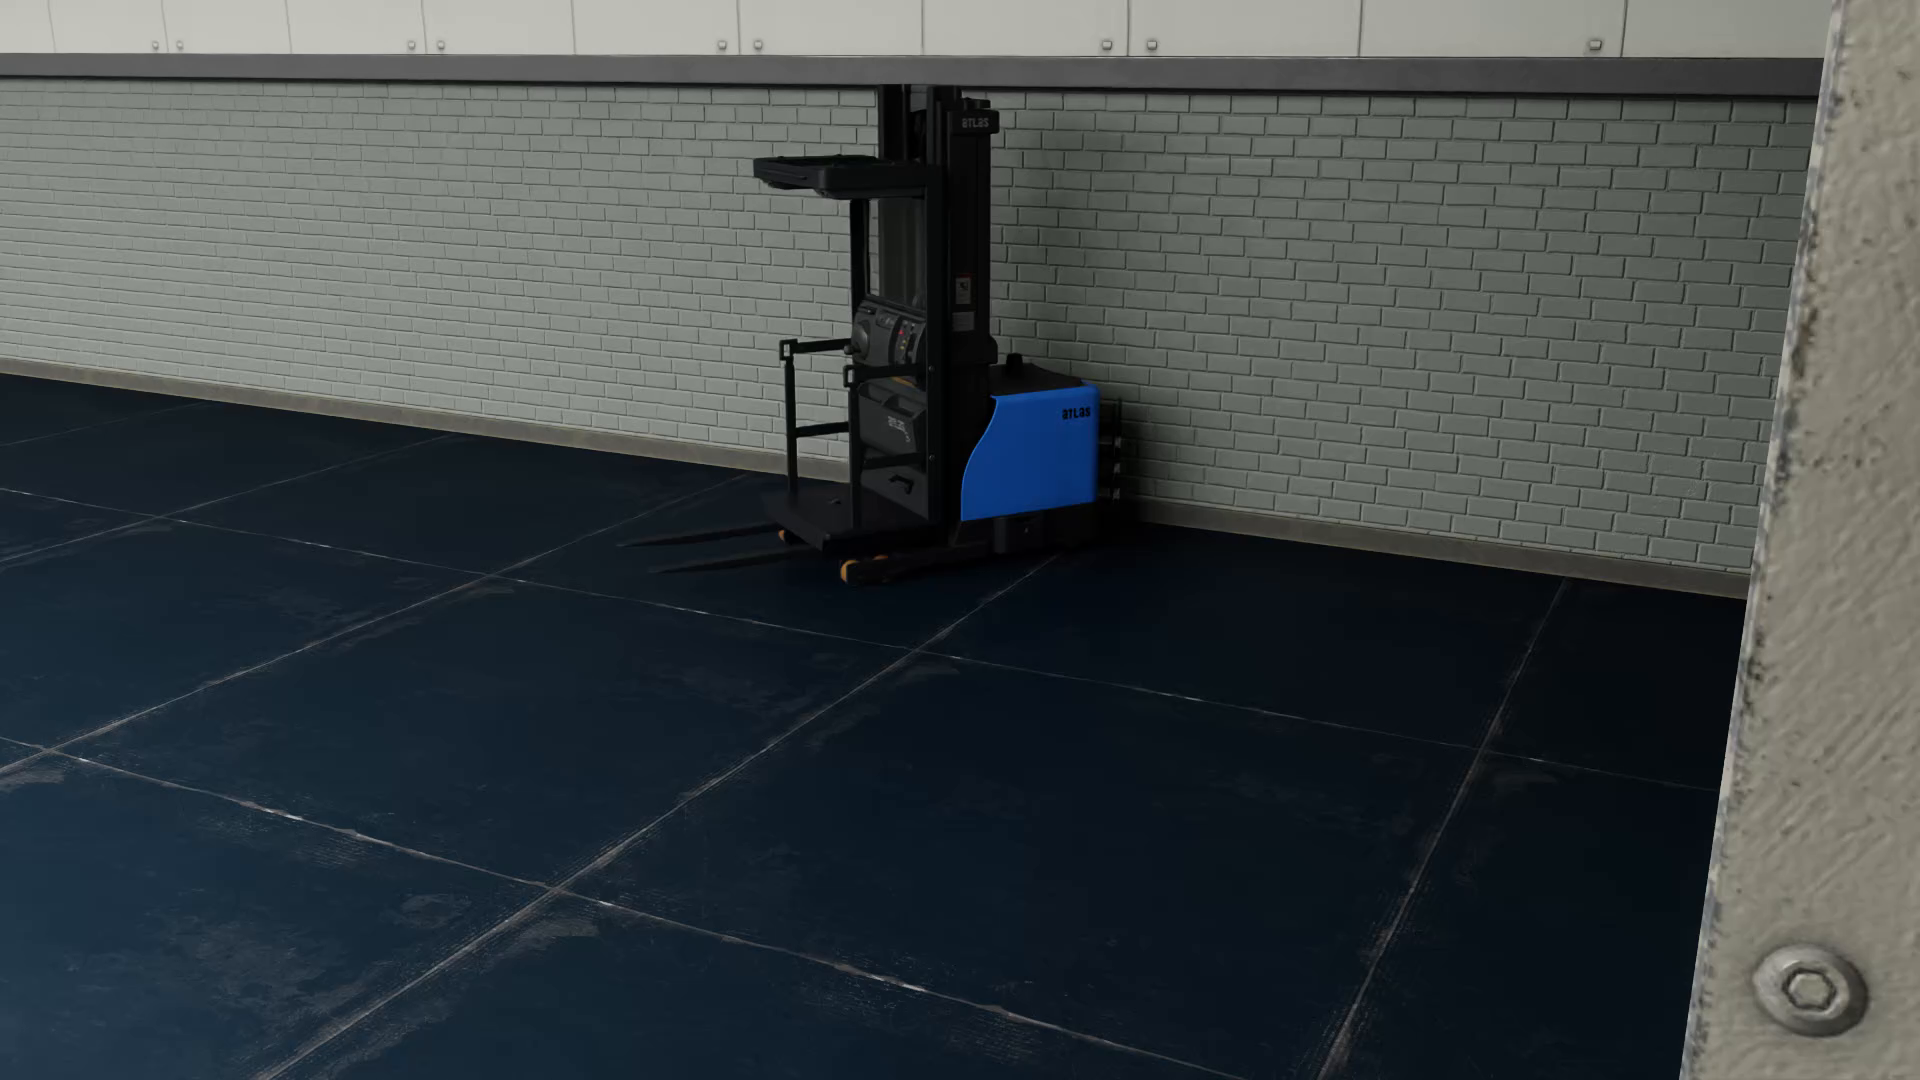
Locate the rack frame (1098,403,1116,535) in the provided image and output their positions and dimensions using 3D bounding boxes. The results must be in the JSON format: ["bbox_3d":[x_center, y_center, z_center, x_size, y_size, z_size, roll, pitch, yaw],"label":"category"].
[{"bbox_3d":[0.910,-0.478,11.121,0.240,0.900,0.006,5,17,16],"label":"rack frame"}]

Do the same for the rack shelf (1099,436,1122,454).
[{"bbox_3d":[0.940,-0.646,11.173,0.258,0.077,0.200,5,17,16],"label":"rack shelf"}]

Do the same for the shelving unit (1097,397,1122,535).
[{"bbox_3d":[0.940,-0.505,11.214,0.258,0.900,0.210,5,17,16],"label":"shelving unit"}]

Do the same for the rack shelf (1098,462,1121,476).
[{"bbox_3d":[0.940,-0.473,11.224,0.258,0.077,0.200,5,17,16],"label":"rack shelf"}]

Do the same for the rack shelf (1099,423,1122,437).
[{"bbox_3d":[0.940,-0.732,11.148,0.258,0.077,0.200,5,17,16],"label":"rack shelf"}]

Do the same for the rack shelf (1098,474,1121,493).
[{"bbox_3d":[0.940,-0.387,11.249,0.258,0.077,0.200,5,17,16],"label":"rack shelf"}]

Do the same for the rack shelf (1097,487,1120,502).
[{"bbox_3d":[0.940,-0.300,11.275,0.258,0.077,0.200,5,17,16],"label":"rack shelf"}]

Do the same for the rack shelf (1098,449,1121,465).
[{"bbox_3d":[0.940,-0.559,11.198,0.258,0.077,0.200,5,17,16],"label":"rack shelf"}]

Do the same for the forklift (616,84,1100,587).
[{"bbox_3d":[-0.630,-1.290,10.292,3.031,2.935,1.130,-9,19,-27],"label":"forklift"}]

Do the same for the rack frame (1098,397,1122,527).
[{"bbox_3d":[0.970,-0.532,11.308,0.240,0.900,0.006,5,17,16],"label":"rack frame"}]
